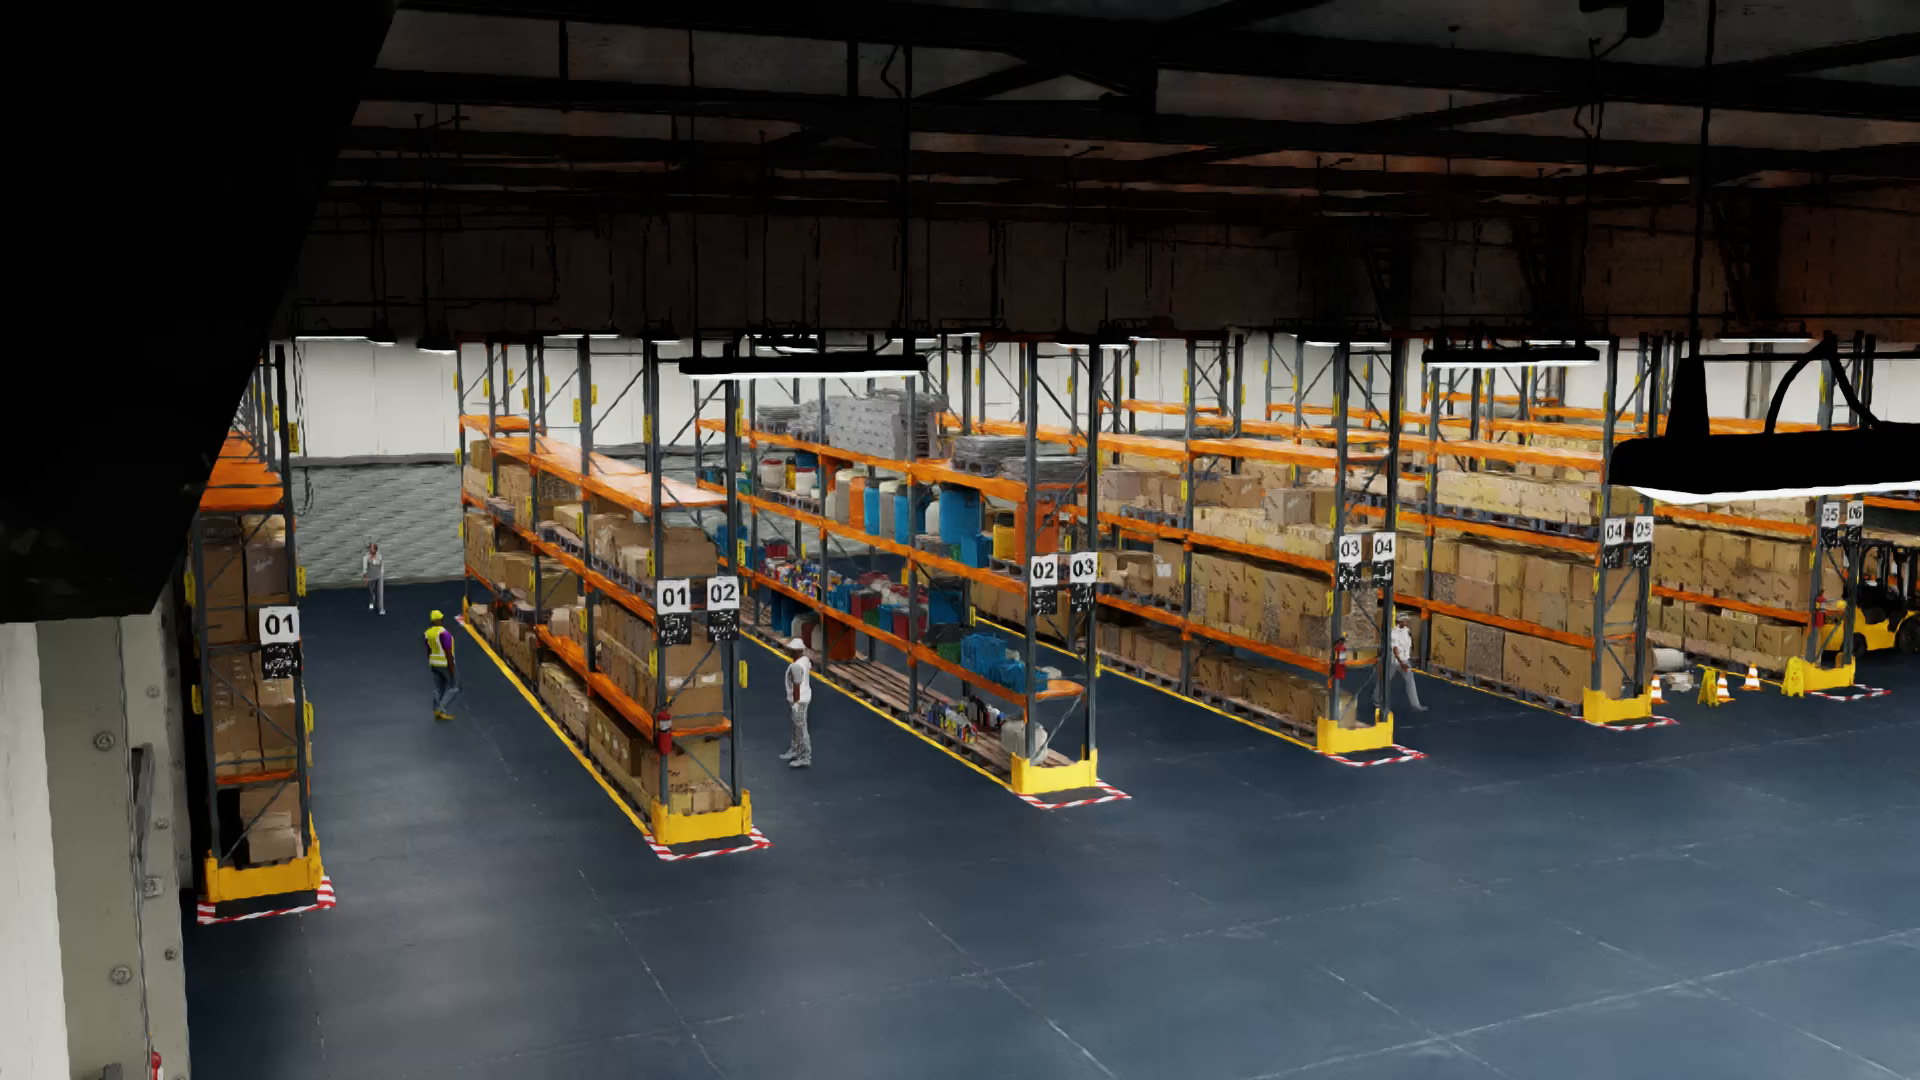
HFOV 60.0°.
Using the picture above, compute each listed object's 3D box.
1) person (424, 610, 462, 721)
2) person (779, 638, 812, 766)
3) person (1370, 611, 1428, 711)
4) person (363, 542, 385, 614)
[{"bbox_3d":[-8.103,1.966,25.985,0.607,1.752,0.456,6,9,35],"label":"person"},{"bbox_3d":[-2.340,2.270,23.518,0.494,1.785,0.616,1,8,5],"label":"person"},{"bbox_3d":[7.052,1.918,26.698,0.448,1.616,0.995,-5,9,-32],"label":"person"},{"bbox_3d":[-12.507,0.792,35.461,0.417,1.517,1.037,-3,8,-22],"label":"person"}]
